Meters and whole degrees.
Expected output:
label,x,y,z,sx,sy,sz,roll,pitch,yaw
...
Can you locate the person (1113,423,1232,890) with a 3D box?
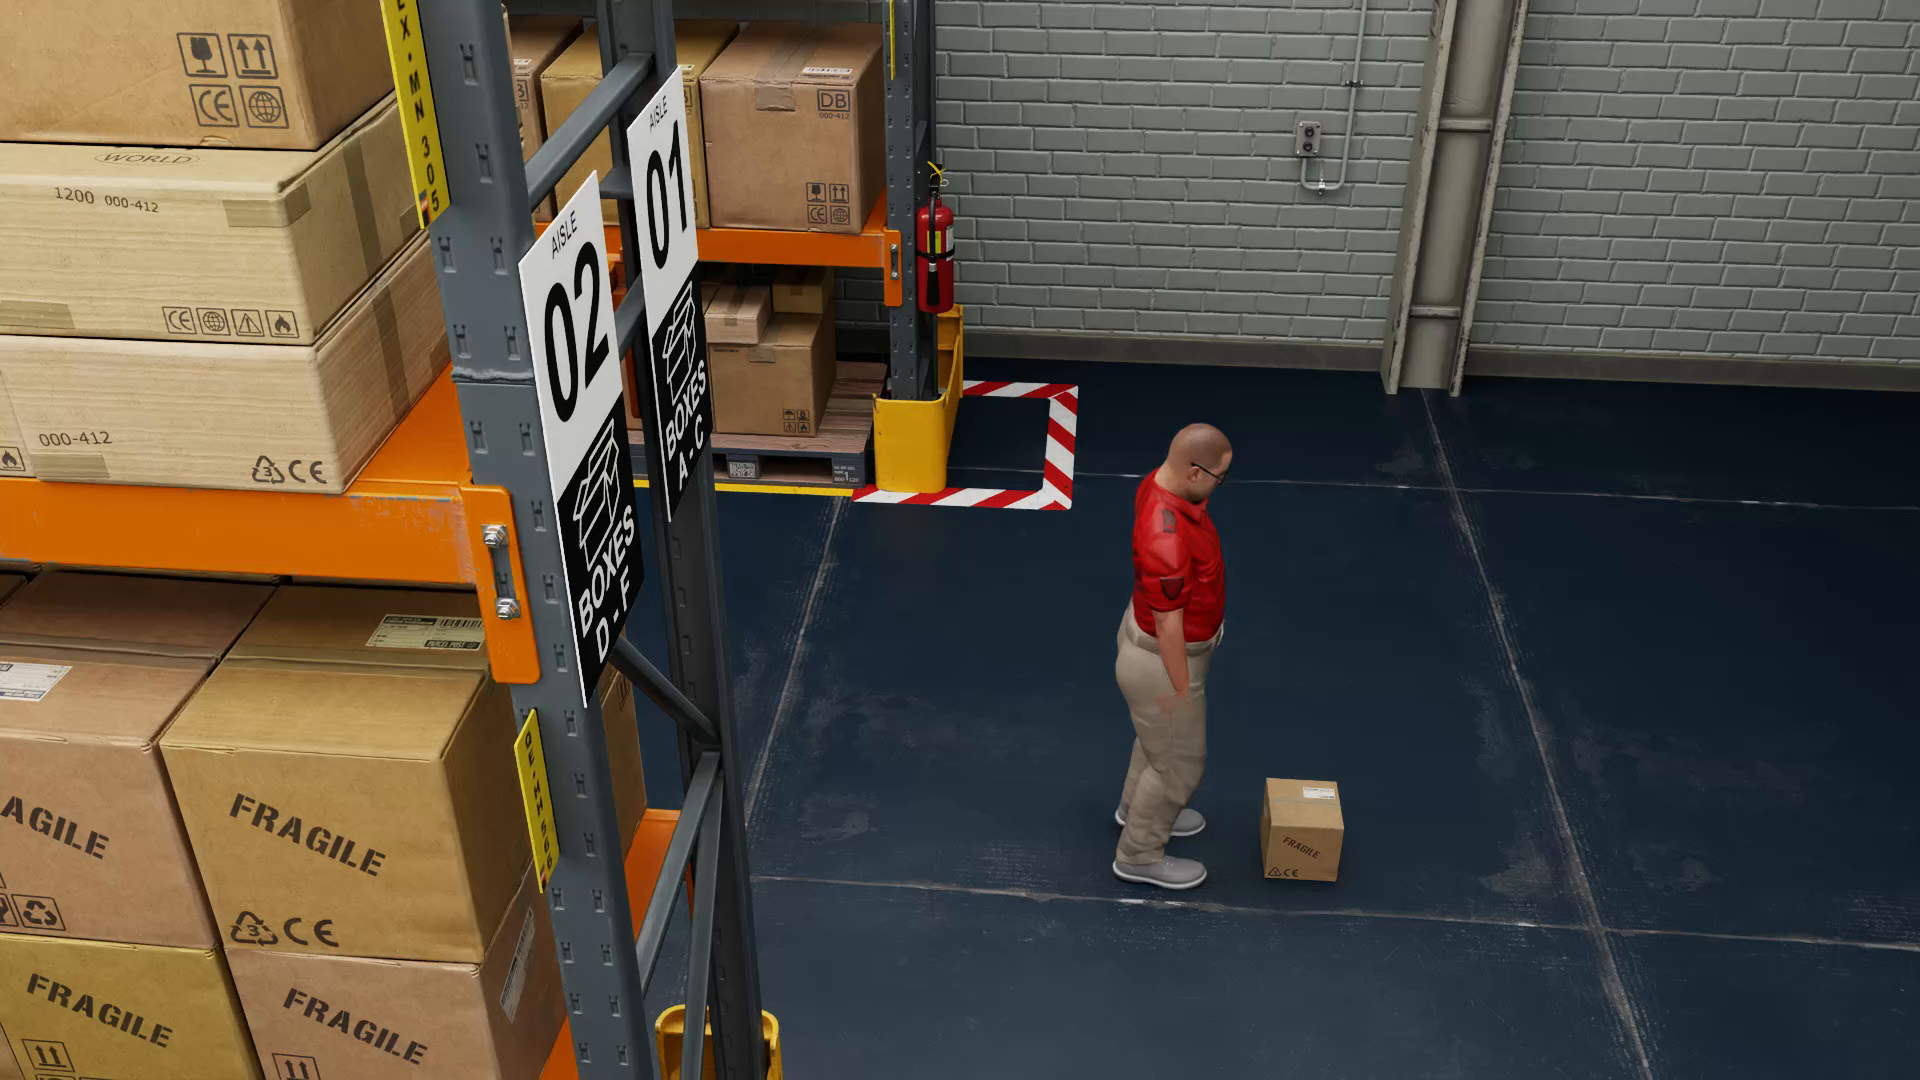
label,x,y,z,sx,sy,sz,roll,pitch,yaw
person,0.705,0.377,5.569,0.365,1.715,0.538,3,32,5
